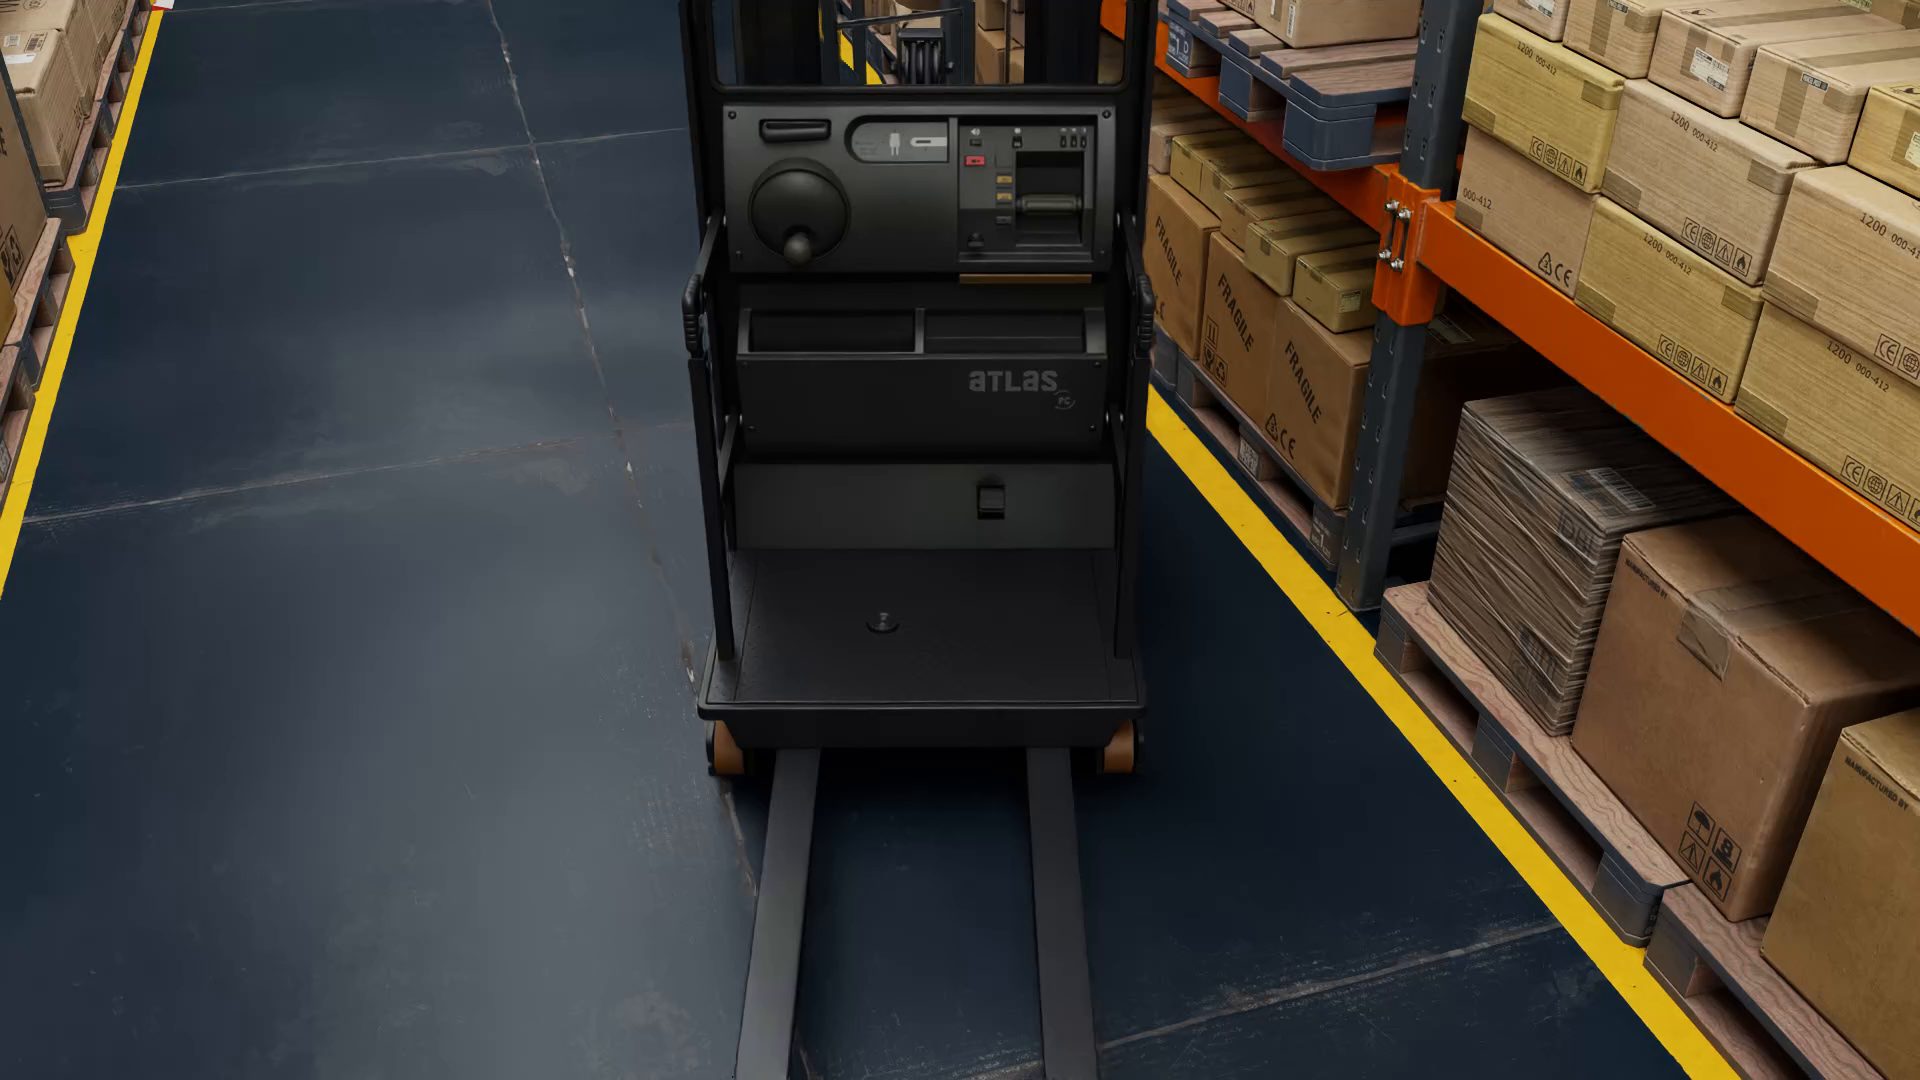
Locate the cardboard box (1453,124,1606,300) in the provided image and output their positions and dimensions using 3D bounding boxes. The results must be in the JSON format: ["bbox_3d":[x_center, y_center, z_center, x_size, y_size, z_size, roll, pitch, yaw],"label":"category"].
[{"bbox_3d":[1.523,-0.808,3.887,0.500,0.250,0.500,-10,35,-15],"label":"cardboard box"}]

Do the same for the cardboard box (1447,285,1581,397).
[{"bbox_3d":[1.759,-0.545,5.240,0.500,0.500,0.500,-9,34,-13],"label":"cardboard box"}]

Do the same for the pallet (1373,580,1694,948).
[{"bbox_3d":[1.834,0.458,4.365,1.003,0.211,1.213,-10,35,-15],"label":"pallet"}]

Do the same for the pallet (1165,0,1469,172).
[{"bbox_3d":[1.347,-1.408,4.834,1.213,0.211,1.003,-10,35,-15],"label":"pallet"}]

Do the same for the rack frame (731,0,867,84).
[{"bbox_3d":[-0.590,-1.605,6.319,0.500,1.500,0.032,-13,36,-19],"label":"rack frame"}]

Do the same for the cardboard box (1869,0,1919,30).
[{"bbox_3d":[2.120,-1.055,3.447,0.380,0.149,0.250,-10,35,-15],"label":"cardboard box"}]

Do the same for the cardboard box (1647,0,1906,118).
[{"bbox_3d":[1.623,-0.969,3.317,0.380,0.149,0.250,-9,35,-13],"label":"cardboard box"}]

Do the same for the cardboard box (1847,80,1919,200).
[{"bbox_3d":[1.820,-0.707,2.920,0.380,0.149,0.250,-10,35,-14],"label":"cardboard box"}]

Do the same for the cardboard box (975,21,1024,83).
[{"bbox_3d":[0.334,-2.085,7.571,0.500,0.500,0.500,-9,34,-13],"label":"cardboard box"}]

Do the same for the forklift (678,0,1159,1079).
[{"bbox_3d":[-0.092,-0.784,3.777,1.130,2.935,3.031,0,33,0],"label":"forklift"}]

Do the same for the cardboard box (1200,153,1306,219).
[{"bbox_3d":[1.040,-1.194,5.634,0.380,0.149,0.250,-9,35,-13],"label":"cardboard box"}]

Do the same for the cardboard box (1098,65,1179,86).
[{"bbox_3d":[0.714,-1.739,6.459,0.380,0.149,0.250,-9,34,-13],"label":"cardboard box"}]

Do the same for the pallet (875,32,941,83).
[{"bbox_3d":[0.192,-2.442,8.754,1.003,0.211,1.213,-10,35,-15],"label":"pallet"}]

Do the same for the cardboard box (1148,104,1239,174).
[{"bbox_3d":[0.851,-1.465,6.044,0.380,0.149,0.250,-12,35,-17],"label":"cardboard box"}]

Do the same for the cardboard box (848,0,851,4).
[{"bbox_3d":[-0.434,-3.390,9.546,0.500,0.500,0.500,-9,35,-14],"label":"cardboard box"}]

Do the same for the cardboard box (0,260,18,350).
[{"bbox_3d":[-3.777,-0.911,5.455,0.875,0.875,0.875,-9,35,-13],"label":"cardboard box"}]

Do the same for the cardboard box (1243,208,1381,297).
[{"bbox_3d":[1.116,-0.902,5.192,0.380,0.149,0.250,-12,35,-17],"label":"cardboard box"}]

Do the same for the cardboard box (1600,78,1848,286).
[{"bbox_3d":[1.675,-0.753,3.351,0.500,0.250,0.500,-9,34,-13],"label":"cardboard box"}]

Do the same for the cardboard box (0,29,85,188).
[{"bbox_3d":[-4.415,-1.862,7.289,0.875,0.438,0.875,-11,35,-15],"label":"cardboard box"}]

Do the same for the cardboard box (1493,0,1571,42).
[{"bbox_3d":[1.437,-1.240,3.726,0.380,0.149,0.250,-9,35,-13],"label":"cardboard box"}]

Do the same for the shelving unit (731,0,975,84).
[{"bbox_3d":[-0.388,-1.348,5.930,0.538,1.500,1.048,-13,36,-19],"label":"shelving unit"}]

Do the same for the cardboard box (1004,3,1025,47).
[{"bbox_3d":[0.415,-2.282,7.280,0.380,0.149,0.250,-11,35,-16],"label":"cardboard box"}]

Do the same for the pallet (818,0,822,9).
[{"bbox_3d":[-0.553,-3.723,10.692,1.003,0.211,1.213,-10,35,-15],"label":"pallet"}]

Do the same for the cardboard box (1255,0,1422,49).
[{"bbox_3d":[1.055,-1.495,4.638,0.380,0.149,0.250,-9,35,-14],"label":"cardboard box"}]

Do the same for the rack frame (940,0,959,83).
[{"bbox_3d":[0.400,-3.244,7.439,1.000,3.000,0.127,-10,35,-15],"label":"rack frame"}]

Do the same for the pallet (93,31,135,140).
[{"bbox_3d":[-4.859,-2.298,8.537,1.003,0.211,1.213,-10,35,-15],"label":"pallet"}]

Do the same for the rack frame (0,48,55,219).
[{"bbox_3d":[-4.326,-2.408,6.173,1.000,3.000,0.127,-10,35,-15],"label":"rack frame"}]

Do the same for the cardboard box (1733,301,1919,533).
[{"bbox_3d":[1.836,-0.273,3.079,0.500,0.250,0.500,-11,35,-16],"label":"cardboard box"}]

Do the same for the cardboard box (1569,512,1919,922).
[{"bbox_3d":[2.005,0.343,3.783,0.875,0.625,0.625,-9,34,-13],"label":"cardboard box"}]

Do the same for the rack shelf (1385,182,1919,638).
[{"bbox_3d":[2.231,0.206,2.870,1.077,0.370,4.000,-10,35,-15],"label":"rack shelf"}]

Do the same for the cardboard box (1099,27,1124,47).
[{"bbox_3d":[0.600,-2.007,6.865,0.380,0.149,0.250,-11,35,-16],"label":"cardboard box"}]

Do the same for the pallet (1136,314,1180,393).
[{"bbox_3d":[1.060,-1.019,6.600,1.003,0.211,1.213,-10,35,-15],"label":"pallet"}]

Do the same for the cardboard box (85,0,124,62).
[{"bbox_3d":[-4.962,-2.805,8.718,0.875,0.438,0.875,-9,35,-13],"label":"cardboard box"}]

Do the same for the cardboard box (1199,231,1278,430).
[{"bbox_3d":[1.144,-0.727,5.516,0.500,0.500,0.500,-11,35,-15],"label":"cardboard box"}]

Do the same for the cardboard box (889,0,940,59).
[{"bbox_3d":[-0.158,-2.709,8.728,0.396,0.266,0.258,-9,34,-13],"label":"cardboard box"}]

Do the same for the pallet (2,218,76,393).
[{"bbox_3d":[-4.018,-0.852,6.348,1.003,0.211,1.213,-10,35,-15],"label":"pallet"}]

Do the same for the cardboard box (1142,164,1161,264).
[{"bbox_3d":[0.806,-1.271,6.339,0.500,0.500,0.500,-11,35,-16],"label":"cardboard box"}]
